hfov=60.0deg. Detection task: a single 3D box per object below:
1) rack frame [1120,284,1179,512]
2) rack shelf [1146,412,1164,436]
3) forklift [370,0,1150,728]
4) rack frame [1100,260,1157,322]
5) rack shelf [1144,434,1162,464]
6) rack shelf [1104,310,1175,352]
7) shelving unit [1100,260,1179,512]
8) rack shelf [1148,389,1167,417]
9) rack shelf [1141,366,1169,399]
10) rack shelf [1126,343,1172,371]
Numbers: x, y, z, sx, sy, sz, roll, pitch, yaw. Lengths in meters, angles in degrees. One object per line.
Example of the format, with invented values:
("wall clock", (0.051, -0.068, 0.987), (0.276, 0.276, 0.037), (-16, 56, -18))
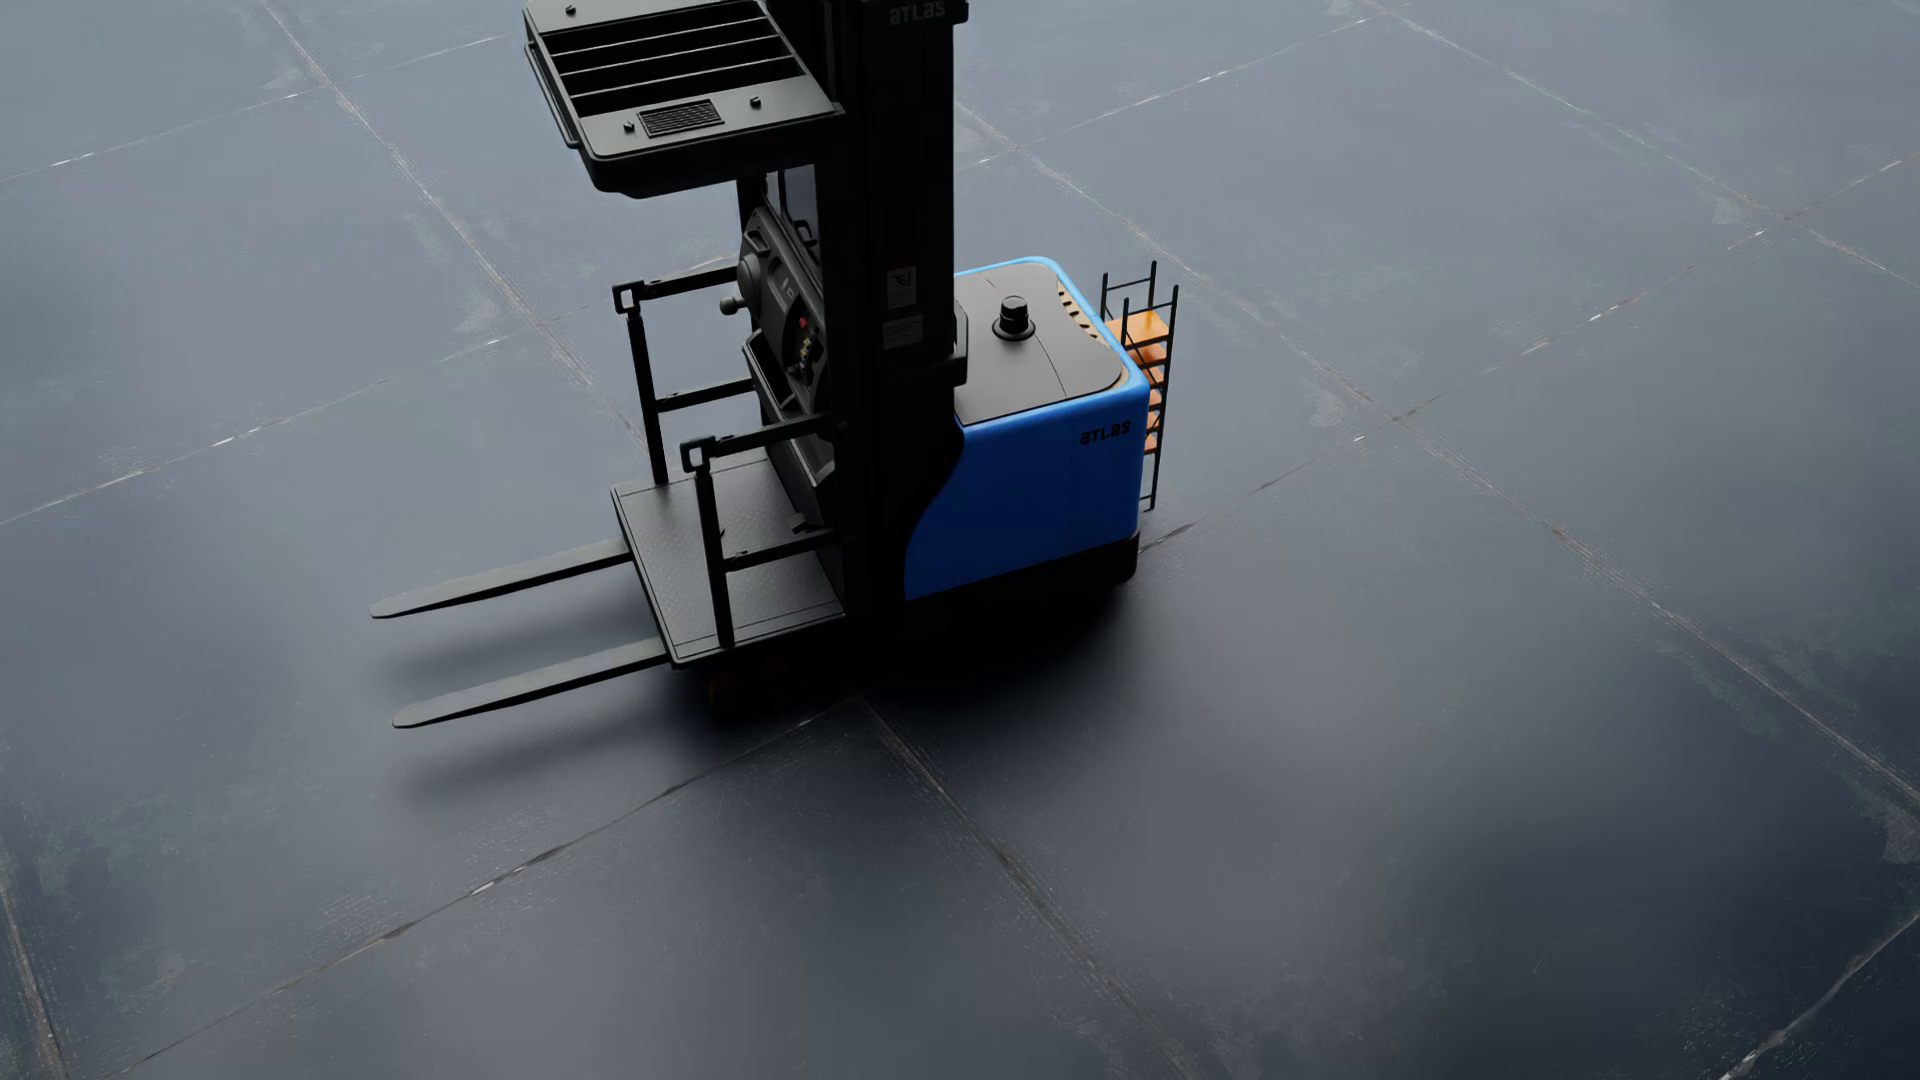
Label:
("rack frame", (0.752, -0.542, 6.939), (0.240, 1.200, 0.006), (-16, 46, -17))
("rack shelf", (0.716, -0.481, 7.114), (0.258, 0.103, 0.180), (-16, 46, -17))
("forklift", (-0.826, -0.803, 5.960), (3.031, 2.935, 1.130), (-15, 46, -16))
("rack frame", (0.680, -0.658, 7.061), (0.240, 1.200, 0.006), (-16, 46, -17))
("rack shelf", (0.716, -0.394, 7.197), (0.258, 0.103, 0.180), (-16, 46, -17))
("rack shelf", (0.716, -0.828, 6.782), (0.258, 0.103, 0.180), (-16, 46, -17))
("shelving unit", (0.716, -0.600, 7.000), (0.258, 1.200, 0.189), (-16, 46, -17))
("rack shelf", (0.716, -0.567, 7.031), (0.258, 0.103, 0.180), (-16, 46, -17))
("rack shelf", (0.716, -0.654, 6.948), (0.258, 0.103, 0.180), (-16, 46, -17))
("rack shelf", (0.716, -0.741, 6.865), (0.258, 0.103, 0.180), (-16, 46, -17))
